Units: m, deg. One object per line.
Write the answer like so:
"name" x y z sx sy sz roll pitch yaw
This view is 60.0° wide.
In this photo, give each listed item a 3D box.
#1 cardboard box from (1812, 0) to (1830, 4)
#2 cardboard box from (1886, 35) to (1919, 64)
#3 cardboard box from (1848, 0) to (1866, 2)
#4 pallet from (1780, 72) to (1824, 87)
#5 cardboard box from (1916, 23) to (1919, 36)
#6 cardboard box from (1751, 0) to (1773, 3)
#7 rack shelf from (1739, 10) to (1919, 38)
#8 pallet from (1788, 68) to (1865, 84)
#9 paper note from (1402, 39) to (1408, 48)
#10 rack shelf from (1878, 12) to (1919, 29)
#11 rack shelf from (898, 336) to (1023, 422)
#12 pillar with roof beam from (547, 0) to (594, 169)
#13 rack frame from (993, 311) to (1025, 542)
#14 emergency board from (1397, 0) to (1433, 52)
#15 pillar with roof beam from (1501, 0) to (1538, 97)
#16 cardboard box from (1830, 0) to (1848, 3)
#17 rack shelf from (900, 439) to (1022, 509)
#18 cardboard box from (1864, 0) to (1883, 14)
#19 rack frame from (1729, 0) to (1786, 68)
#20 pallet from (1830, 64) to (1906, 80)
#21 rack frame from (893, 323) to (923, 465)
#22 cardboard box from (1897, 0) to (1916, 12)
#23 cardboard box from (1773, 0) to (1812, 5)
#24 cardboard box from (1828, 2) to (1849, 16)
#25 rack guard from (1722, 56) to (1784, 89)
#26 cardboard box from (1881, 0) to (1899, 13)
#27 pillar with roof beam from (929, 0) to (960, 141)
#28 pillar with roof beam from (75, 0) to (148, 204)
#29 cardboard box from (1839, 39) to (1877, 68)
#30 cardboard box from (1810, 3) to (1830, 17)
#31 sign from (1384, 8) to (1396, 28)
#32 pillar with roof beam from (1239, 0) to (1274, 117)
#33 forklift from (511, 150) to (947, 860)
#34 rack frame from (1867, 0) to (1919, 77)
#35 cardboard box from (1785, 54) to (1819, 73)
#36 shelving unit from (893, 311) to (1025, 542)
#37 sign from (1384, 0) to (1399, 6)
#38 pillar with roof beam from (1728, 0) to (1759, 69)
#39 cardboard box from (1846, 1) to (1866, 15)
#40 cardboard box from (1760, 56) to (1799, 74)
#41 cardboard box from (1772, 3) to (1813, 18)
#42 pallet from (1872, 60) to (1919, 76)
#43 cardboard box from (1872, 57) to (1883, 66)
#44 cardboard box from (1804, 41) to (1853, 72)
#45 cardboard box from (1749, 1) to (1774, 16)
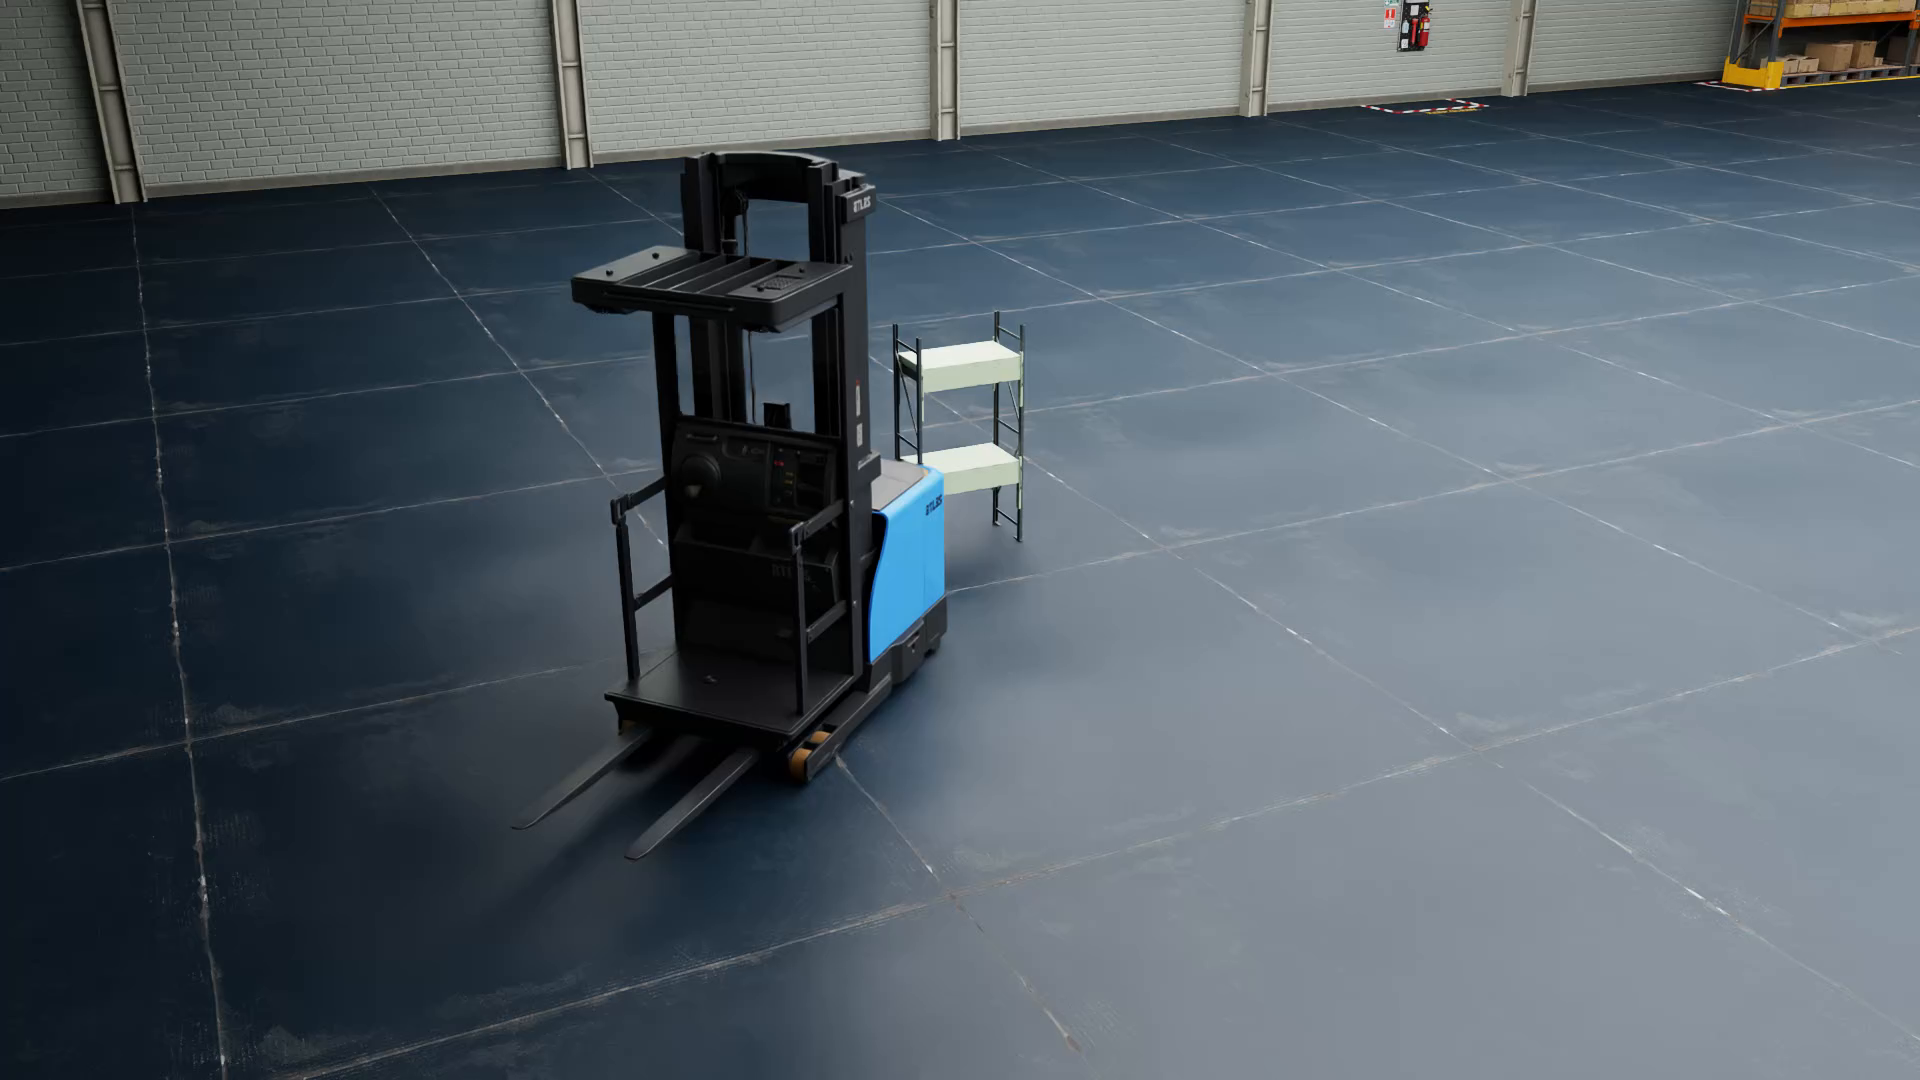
"cardboard box" 16.733 -10.811 32.634 0.500 0.500 0.500 -10 25 -23
"cardboard box" 19.984 -10.310 34.928 0.500 0.500 0.700 -10 24 -22
"cardboard box" 17.662 -10.984 33.053 0.500 0.500 0.500 -10 24 -22
"pallet" 16.539 -9.317 33.482 1.213 0.211 1.003 -10 25 -24
"cardboard box" 20.379 -10.731 34.964 0.500 0.250 0.500 -11 25 -25
"cardboard box" 16.056 -10.908 32.869 0.500 0.500 0.500 -11 25 -24
"rack shelf" 17.525 -10.470 33.561 4.000 0.370 1.077 -10 25 -24
"pallet" 17.637 -9.518 33.967 1.213 0.211 1.003 -10 25 -24
"paper note" 8.140 -9.080 30.415 0.142 0.148 0.016 -10 25 -24
"rack shelf" 21.130 -11.133 35.164 4.000 0.370 1.077 -10 25 -24
"rack shelf" -0.006 -1.052 10.811 0.720 0.370 0.431 -10 25 -24
"pillar with roof beam" -3.779 -8.192 19.274 0.400 9.000 9.100 -10 25 -24
"rack frame" 0.324 -0.753 11.107 0.023 1.500 0.400 -10 25 -24
"emergency board" 8.329 -9.492 30.260 0.643 1.169 0.194 -10 25 -24
"pillar with roof beam" 12.440 -11.177 26.487 0.400 9.000 9.100 -10 25 -24
"cardboard box" 17.202 -10.894 32.836 0.500 0.500 0.500 -11 25 -25
"rack shelf" -0.006 -0.391 11.085 0.720 0.370 0.431 -10 25 -24
"cardboard box" 18.133 -10.722 33.400 0.500 0.250 0.500 -11 25 -24
"rack frame" 15.723 -10.470 32.622 0.127 3.000 1.000 -10 25 -24
"pallet" 18.738 -9.722 34.460 1.213 0.211 1.003 -10 25 -24
"rack frame" -0.336 -0.631 10.814 0.023 1.500 0.400 -10 25 -24
"cardboard box" 19.032 -10.891 33.808 0.500 0.250 0.500 -10 25 -23
"cardboard box" 16.284 -10.732 32.445 0.500 0.500 0.500 -10 25 -24
"cardboard box" 17.224 -10.555 32.997 0.500 0.250 0.500 -11 25 -24
"rack guard" 15.792 -9.328 33.131 0.348 0.500 1.175 -10 25 -24
"cardboard box" 18.580 -10.811 33.615 0.500 0.250 0.500 -10 25 -23
"pillar with roof beam" 1.627 -9.187 21.678 0.400 9.000 9.100 -10 25 -24
"pillar with roof beam" -9.186 -7.196 16.869 0.400 9.000 9.100 -10 25 -24
"cardboard box" 18.410 -9.996 34.170 0.500 0.500 0.500 -12 26 -28
"cardboard box" 16.762 -10.473 32.798 0.500 0.250 0.500 -11 25 -25
"sign" 7.786 -9.453 30.117 0.234 0.329 0.001 -10 25 -24
"pillar with roof beam" 7.033 -10.182 24.082 0.400 9.000 9.100 -10 25 -24
"forklift" -1.126 -0.330 8.215 1.130 2.935 3.031 9 24 22
"rack frame" 19.327 -11.134 34.225 0.127 3.000 1.000 -10 25 -24
"cardboard box" 16.899 -9.609 33.483 0.500 0.311 0.500 -8 24 -19
"shelving unit" -0.006 -0.692 10.960 0.755 1.500 0.431 -10 25 -24
"sign" 7.794 -9.695 30.010 0.331 0.109 0.001 -10 25 -24
"pillar with roof beam" 17.846 -12.173 28.891 0.400 9.000 9.100 -10 25 -24
"cardboard box" 17.680 -10.638 33.198 0.500 0.250 0.500 -10 25 -23
"cardboard box" 16.386 -9.515 33.254 0.500 0.311 0.500 -14 26 -30
"cardboard box" 16.301 -10.382 32.578 0.500 0.250 0.500 -11 25 -25
"pallet" 20.028 -9.975 35.071 1.213 0.211 1.003 -10 25 -24
"cardboard box" 18.858 -9.929 34.443 0.250 0.166 0.380 -14 26 -30
"cardboard box" 17.582 -9.801 33.699 0.500 0.500 0.700 -12 25 -27
"cardboard box" 16.060 -10.554 32.996 0.500 0.250 0.500 -10 25 -23
